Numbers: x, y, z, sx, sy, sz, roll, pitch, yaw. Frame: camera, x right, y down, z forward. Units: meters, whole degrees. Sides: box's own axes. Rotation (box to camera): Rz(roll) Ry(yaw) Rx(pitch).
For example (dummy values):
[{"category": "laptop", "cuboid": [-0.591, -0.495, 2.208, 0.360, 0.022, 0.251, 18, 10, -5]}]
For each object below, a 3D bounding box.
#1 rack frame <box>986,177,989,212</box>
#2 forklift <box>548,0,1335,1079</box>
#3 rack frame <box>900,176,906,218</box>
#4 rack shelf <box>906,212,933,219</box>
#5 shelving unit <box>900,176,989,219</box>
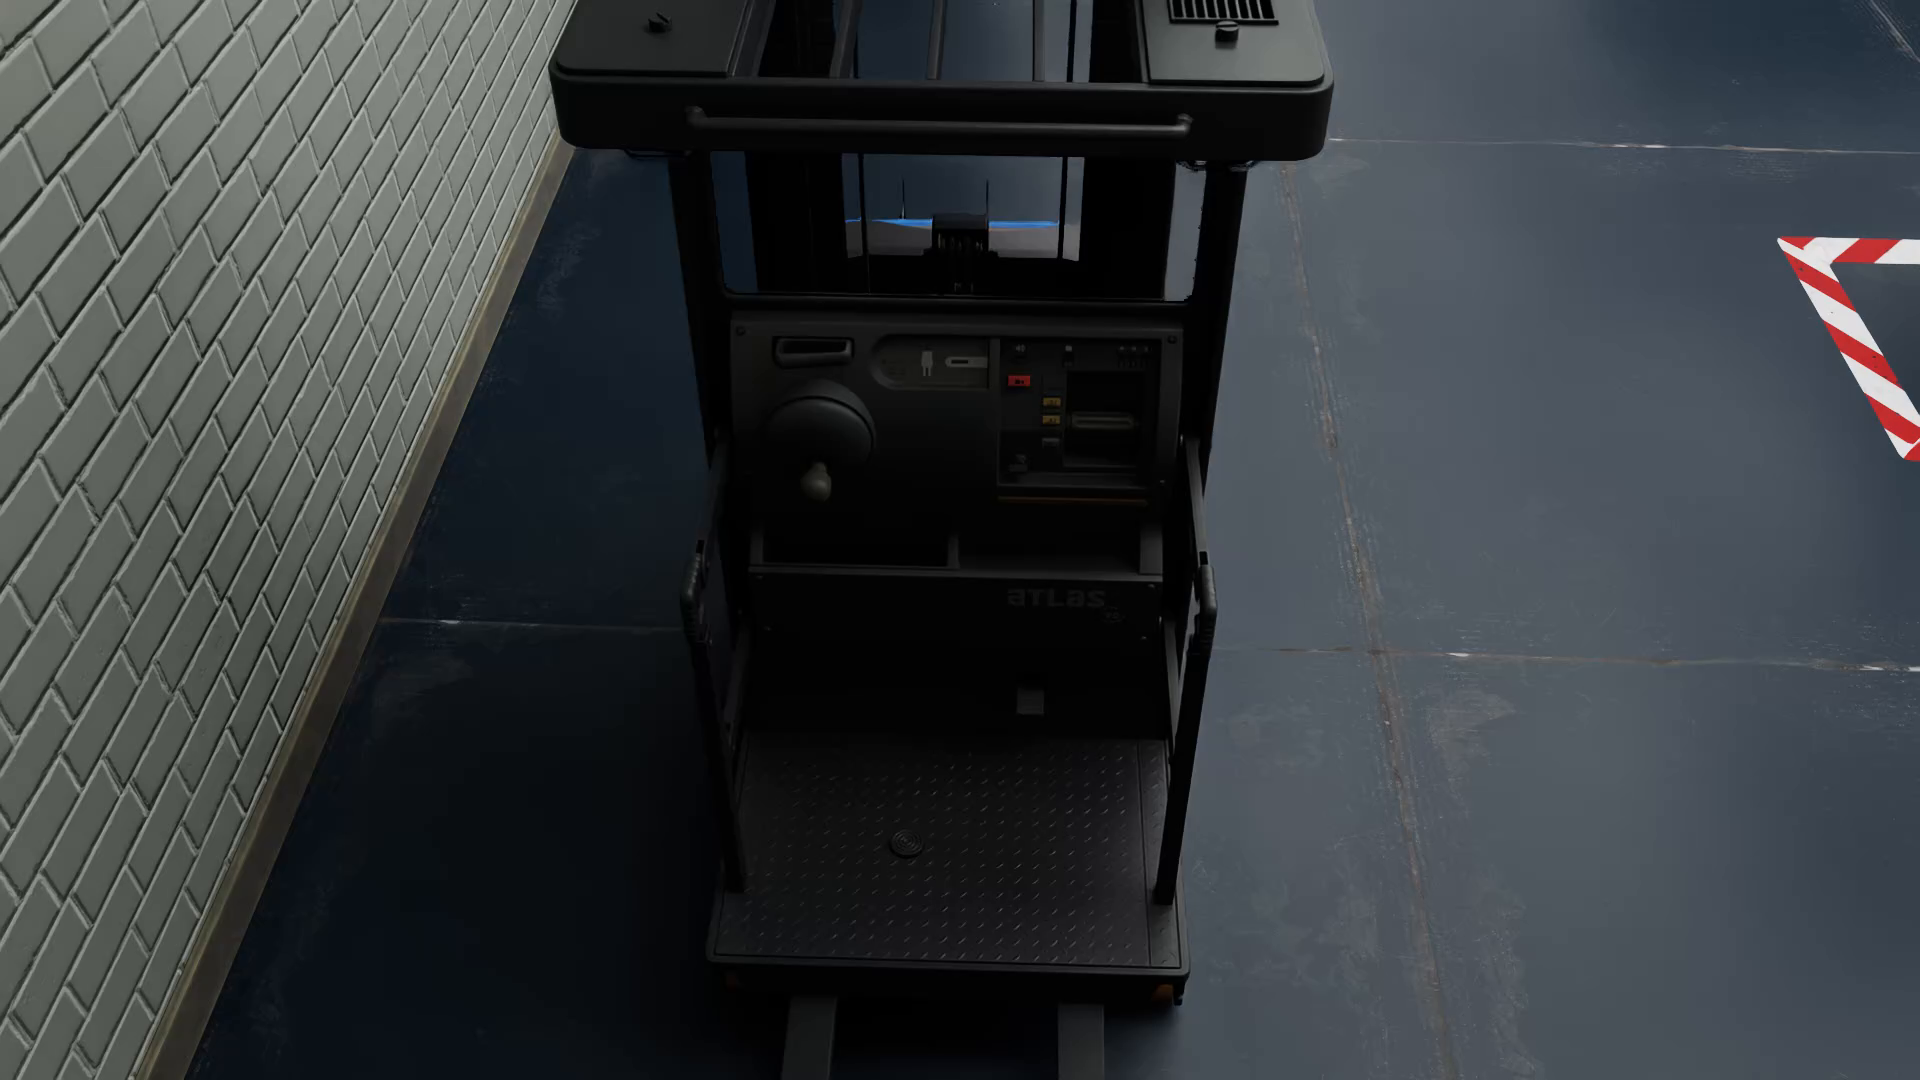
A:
[{"category": "rack frame", "cuboid": [0.079, -0.607, 5.131, 0.008, 1.050, 0.200, 1, 43, 1]}, {"category": "forklift", "cuboid": [-0.014, -0.181, 3.294, 1.130, 2.935, 3.031, 1, 43, 1]}, {"category": "rack frame", "cuboid": [-0.165, -0.610, 5.135, 0.008, 1.050, 0.200, 1, 43, 1]}, {"category": "rack shelf", "cuboid": [-0.043, -0.808, 4.947, 0.240, 0.259, 0.215, 1, 43, 1]}, {"category": "shelving unit", "cuboid": [-0.043, -0.608, 5.133, 0.252, 1.050, 0.215, 1, 43, 1]}]
